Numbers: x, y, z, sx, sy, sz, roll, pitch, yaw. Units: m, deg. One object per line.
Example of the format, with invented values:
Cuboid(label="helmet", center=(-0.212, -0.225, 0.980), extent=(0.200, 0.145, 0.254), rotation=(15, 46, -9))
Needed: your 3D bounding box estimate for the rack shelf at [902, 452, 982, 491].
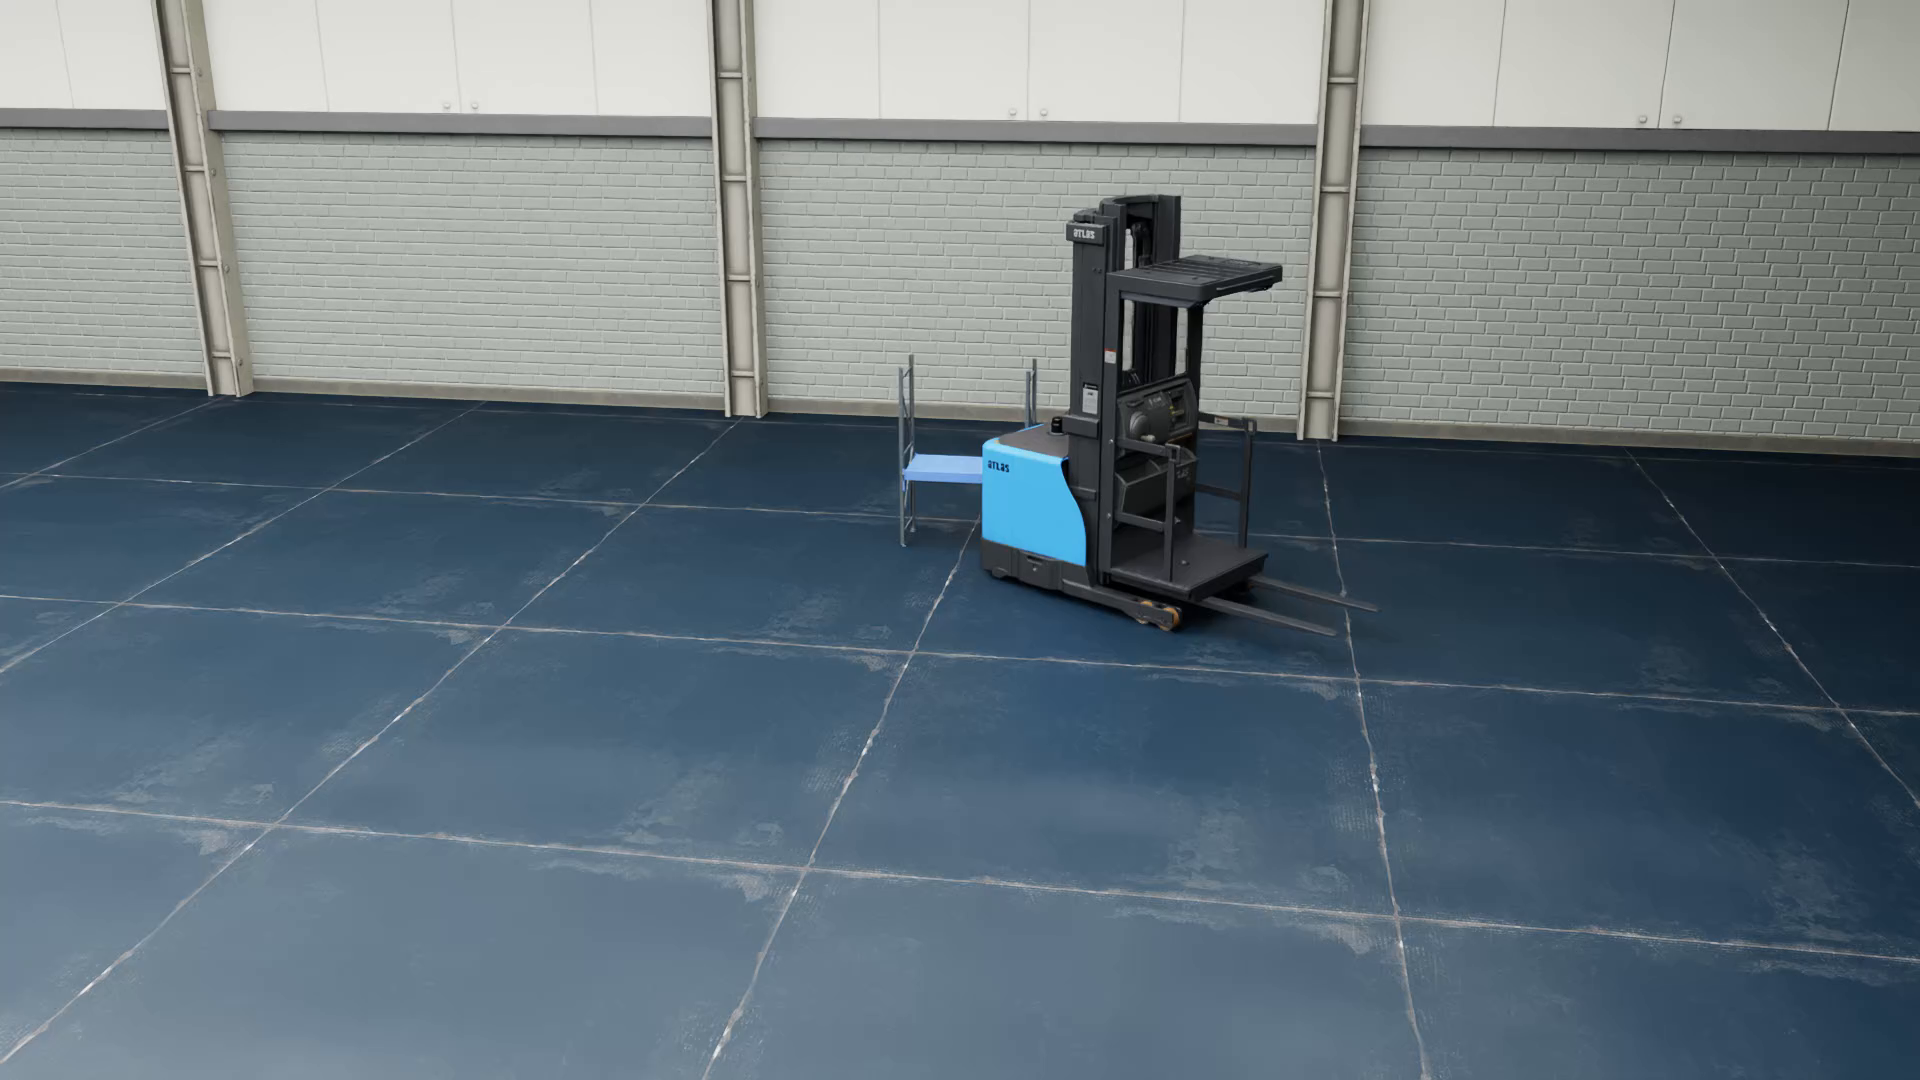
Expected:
Cuboid(label="rack shelf", center=(0.068, -0.541, 13.622), extent=(1.000, 0.185, 0.538), rotation=(3, 19, 8))

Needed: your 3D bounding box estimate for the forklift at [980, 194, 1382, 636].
Cuboid(label="forklift", center=(1.597, -0.931, 11.965), extent=(3.031, 2.935, 1.130), rotation=(15, 24, 39))

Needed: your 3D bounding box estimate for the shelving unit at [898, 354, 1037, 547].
Cuboid(label="shelving unit", center=(0.068, -0.711, 13.565), extent=(1.048, 1.500, 0.538), rotation=(3, 19, 8))

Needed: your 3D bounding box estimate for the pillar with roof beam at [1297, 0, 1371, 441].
Cuboid(label="pillar with roof beam", center=(2.955, -3.972, 11.492), extent=(0.400, 9.000, 9.100), rotation=(3, 19, 9))

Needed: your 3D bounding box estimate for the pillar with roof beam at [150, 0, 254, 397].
Cuboid(label="pillar with roof beam", center=(-8.893, -4.576, 13.297), extent=(0.400, 9.000, 9.100), rotation=(3, 19, 9))

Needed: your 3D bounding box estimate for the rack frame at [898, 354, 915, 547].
Cuboid(label="rack frame", center=(-0.434, -0.736, 13.640), extent=(0.032, 1.500, 0.500), rotation=(3, 19, 8))

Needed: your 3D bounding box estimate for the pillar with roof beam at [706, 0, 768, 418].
Cuboid(label="pillar with roof beam", center=(-2.969, -4.274, 12.394), extent=(0.400, 9.000, 9.100), rotation=(3, 19, 9))

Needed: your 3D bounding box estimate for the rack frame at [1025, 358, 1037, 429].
Cuboid(label="rack frame", center=(0.570, -0.686, 13.491), extent=(0.032, 1.500, 0.500), rotation=(3, 19, 8))
